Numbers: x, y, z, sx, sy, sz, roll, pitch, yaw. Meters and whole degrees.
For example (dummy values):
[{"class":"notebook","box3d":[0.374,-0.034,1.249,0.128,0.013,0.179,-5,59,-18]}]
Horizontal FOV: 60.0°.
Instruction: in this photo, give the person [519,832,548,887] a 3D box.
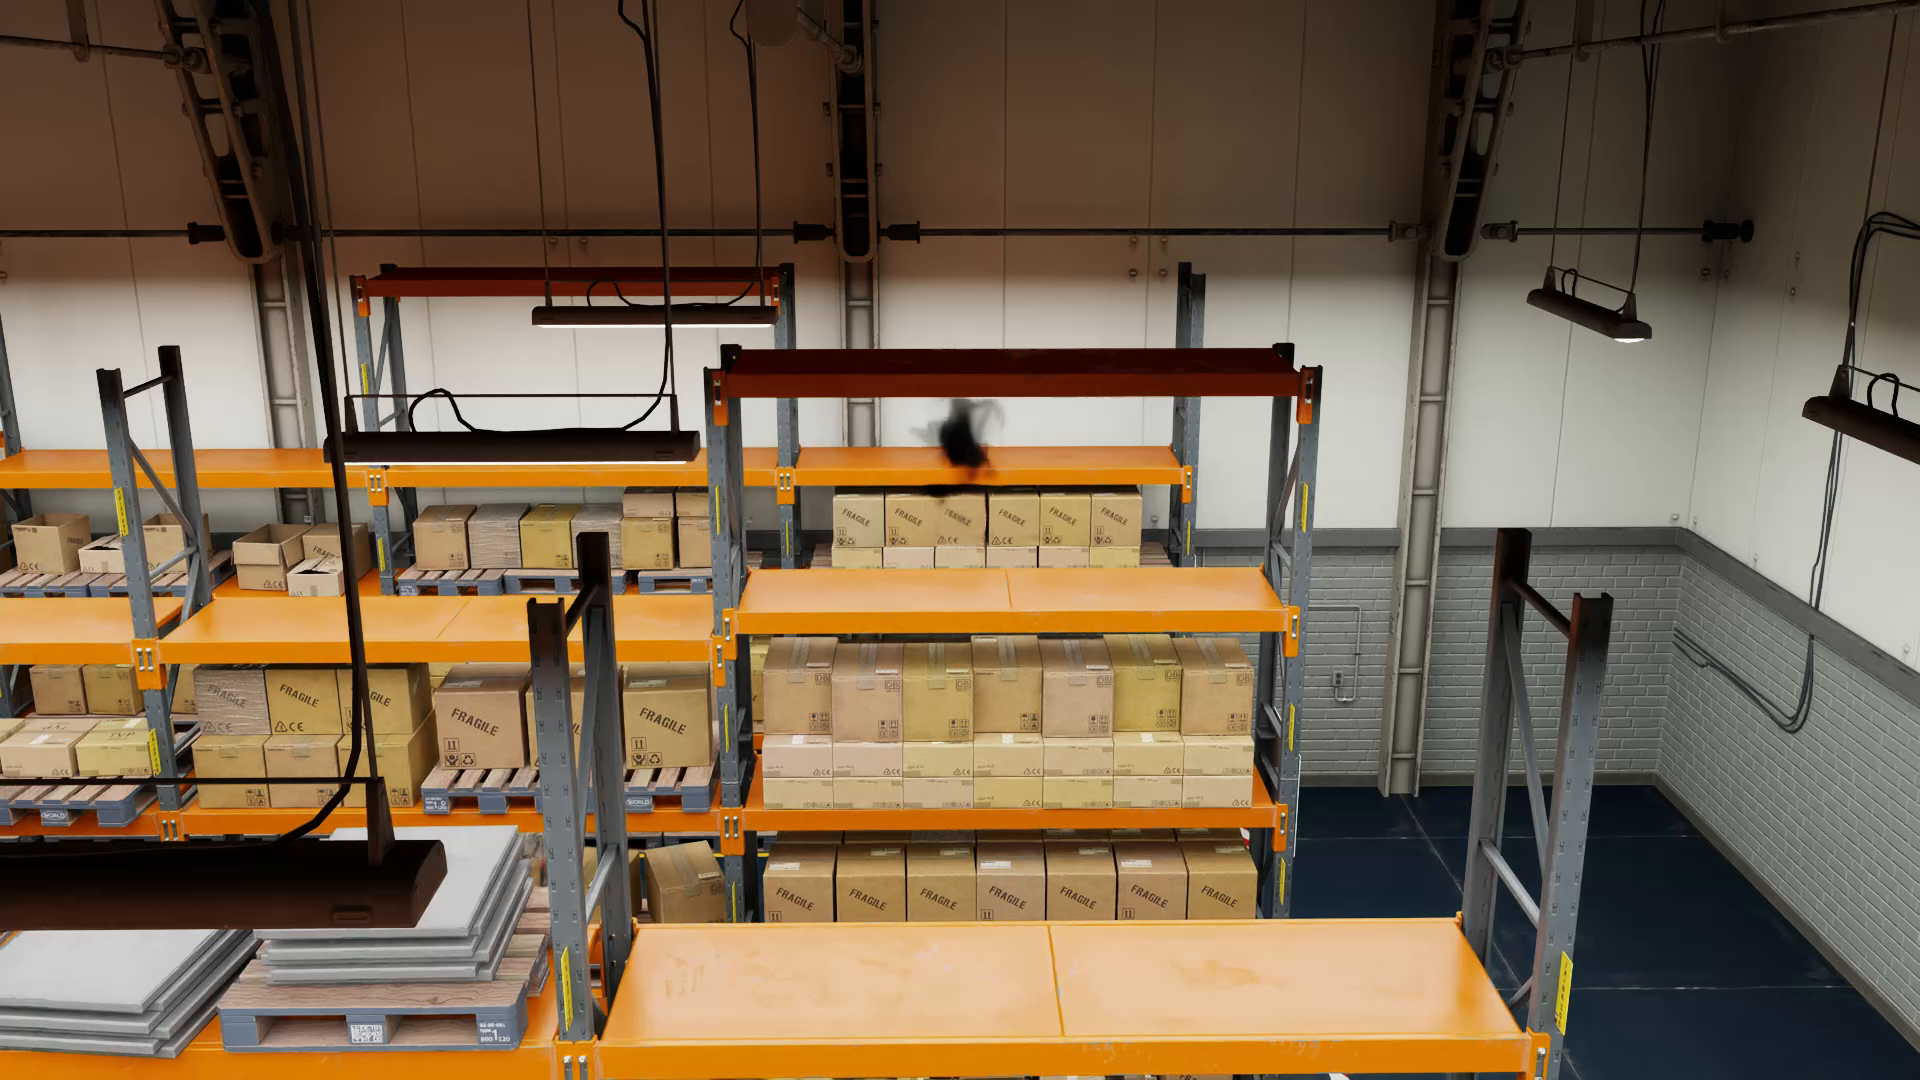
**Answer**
[{"class":"person","box3d":[-3.881,2.971,15.165,0.562,1.742,0.660,-1,16,-4]}]
